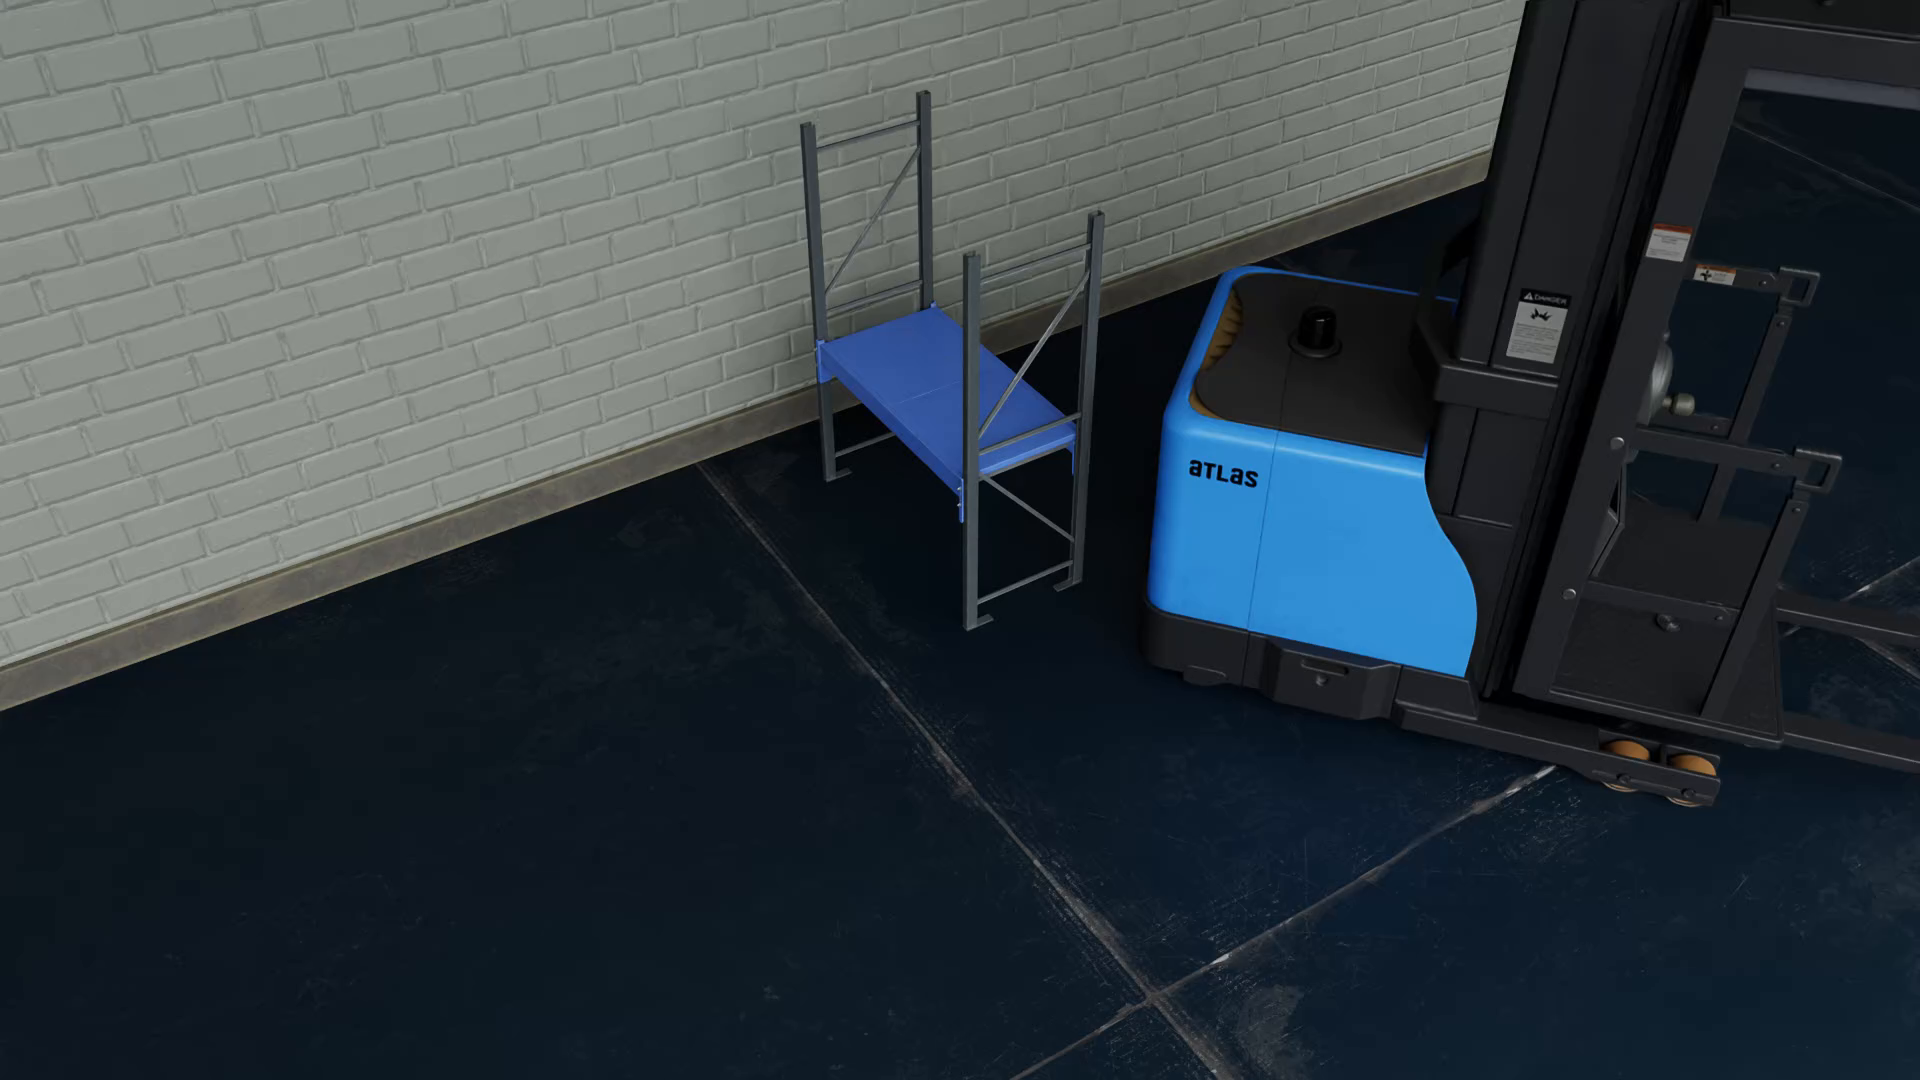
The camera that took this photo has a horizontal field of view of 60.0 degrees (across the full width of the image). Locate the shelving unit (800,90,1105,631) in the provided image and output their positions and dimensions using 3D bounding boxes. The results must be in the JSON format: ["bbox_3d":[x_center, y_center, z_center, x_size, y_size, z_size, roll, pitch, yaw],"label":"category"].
[{"bbox_3d":[-0.046,-0.622,5.825,0.538,1.500,1.048,-22,45,-24],"label":"shelving unit"}]

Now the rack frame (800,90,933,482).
[{"bbox_3d":[-0.319,-0.897,6.154,0.500,1.500,0.032,-22,45,-24],"label":"rack frame"}]

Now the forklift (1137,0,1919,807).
[{"bbox_3d":[2.182,-0.671,4.765,3.031,2.935,1.130,12,41,14],"label":"forklift"}]

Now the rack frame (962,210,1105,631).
[{"bbox_3d":[0.227,-0.348,5.496,0.500,1.500,0.032,-22,45,-24],"label":"rack frame"}]

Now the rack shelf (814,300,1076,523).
[{"bbox_3d":[-0.046,-0.484,5.940,0.538,0.185,1.000,-22,45,-24],"label":"rack shelf"}]
